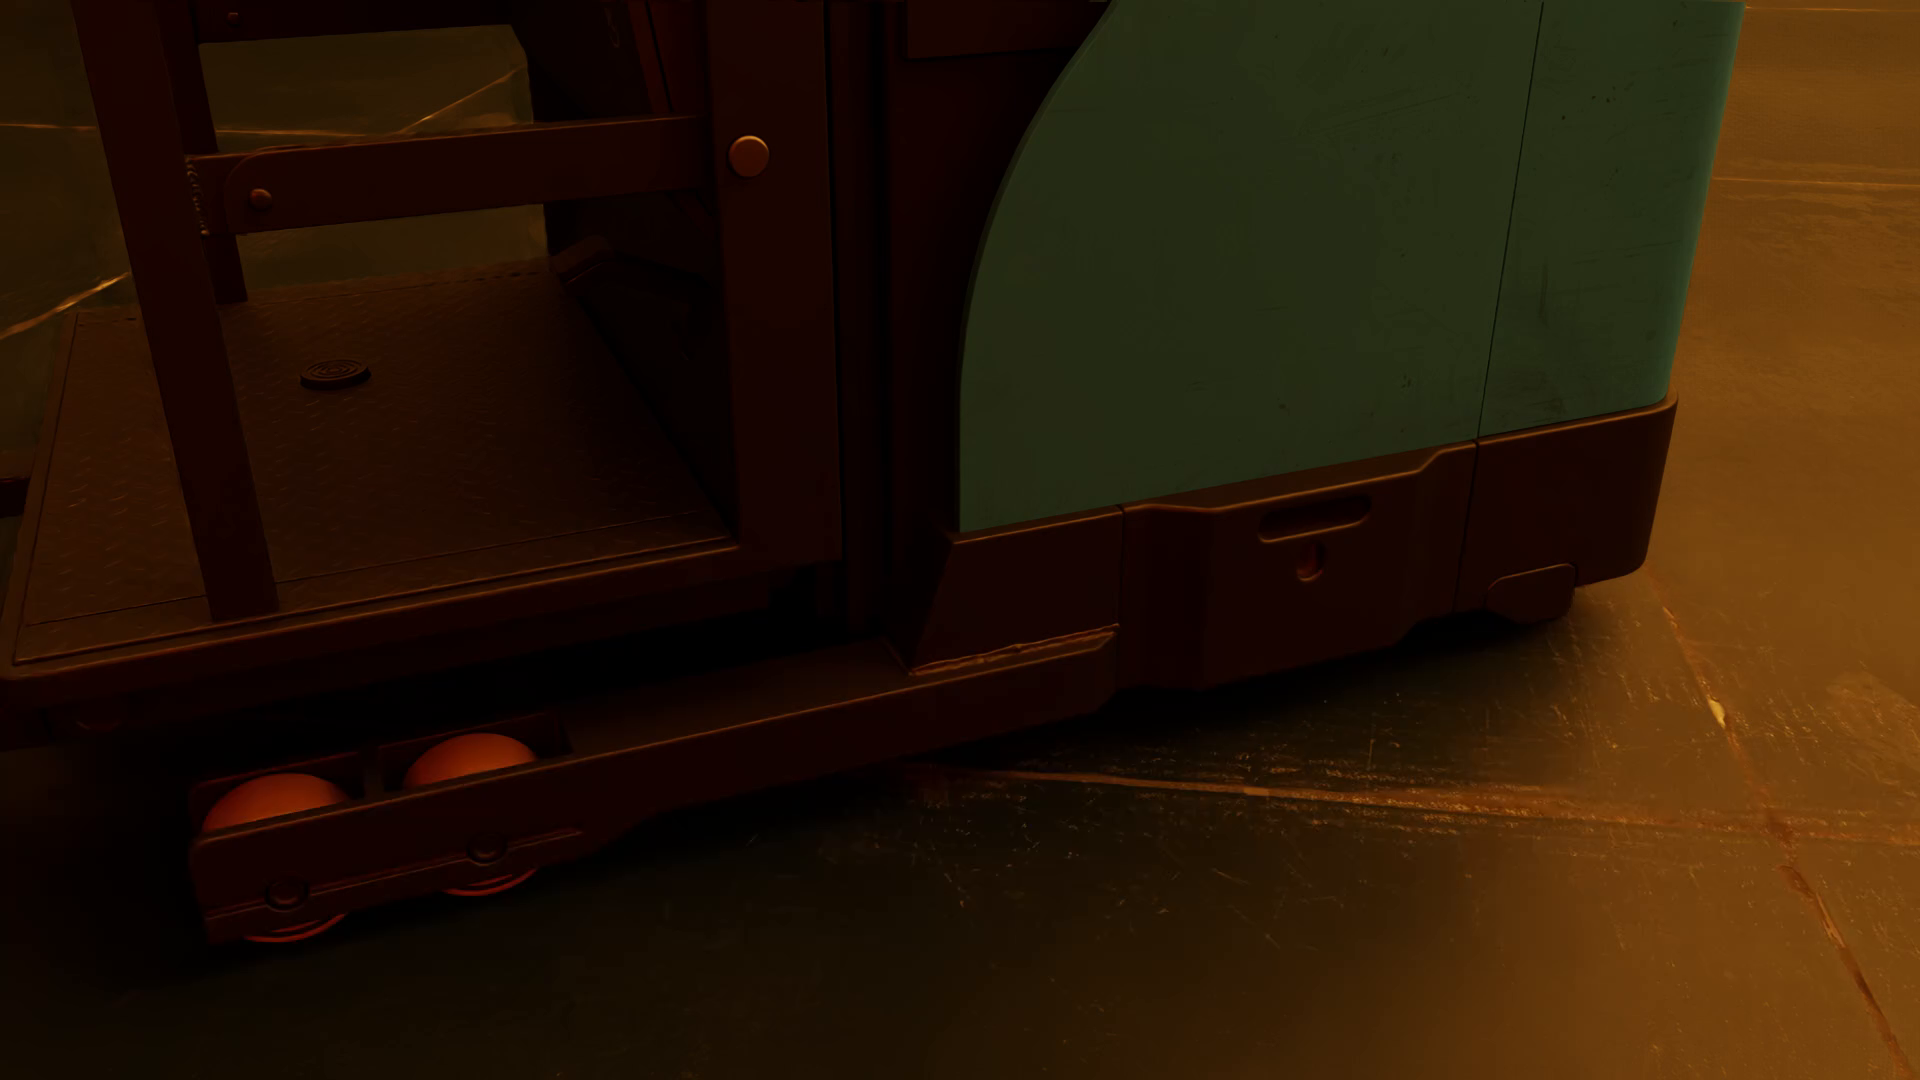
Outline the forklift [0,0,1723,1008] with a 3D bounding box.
[{"bbox_3d":[-0.518,-1.137,1.497,3.031,2.935,1.130,-16,31,-29],"label":"forklift"}]
